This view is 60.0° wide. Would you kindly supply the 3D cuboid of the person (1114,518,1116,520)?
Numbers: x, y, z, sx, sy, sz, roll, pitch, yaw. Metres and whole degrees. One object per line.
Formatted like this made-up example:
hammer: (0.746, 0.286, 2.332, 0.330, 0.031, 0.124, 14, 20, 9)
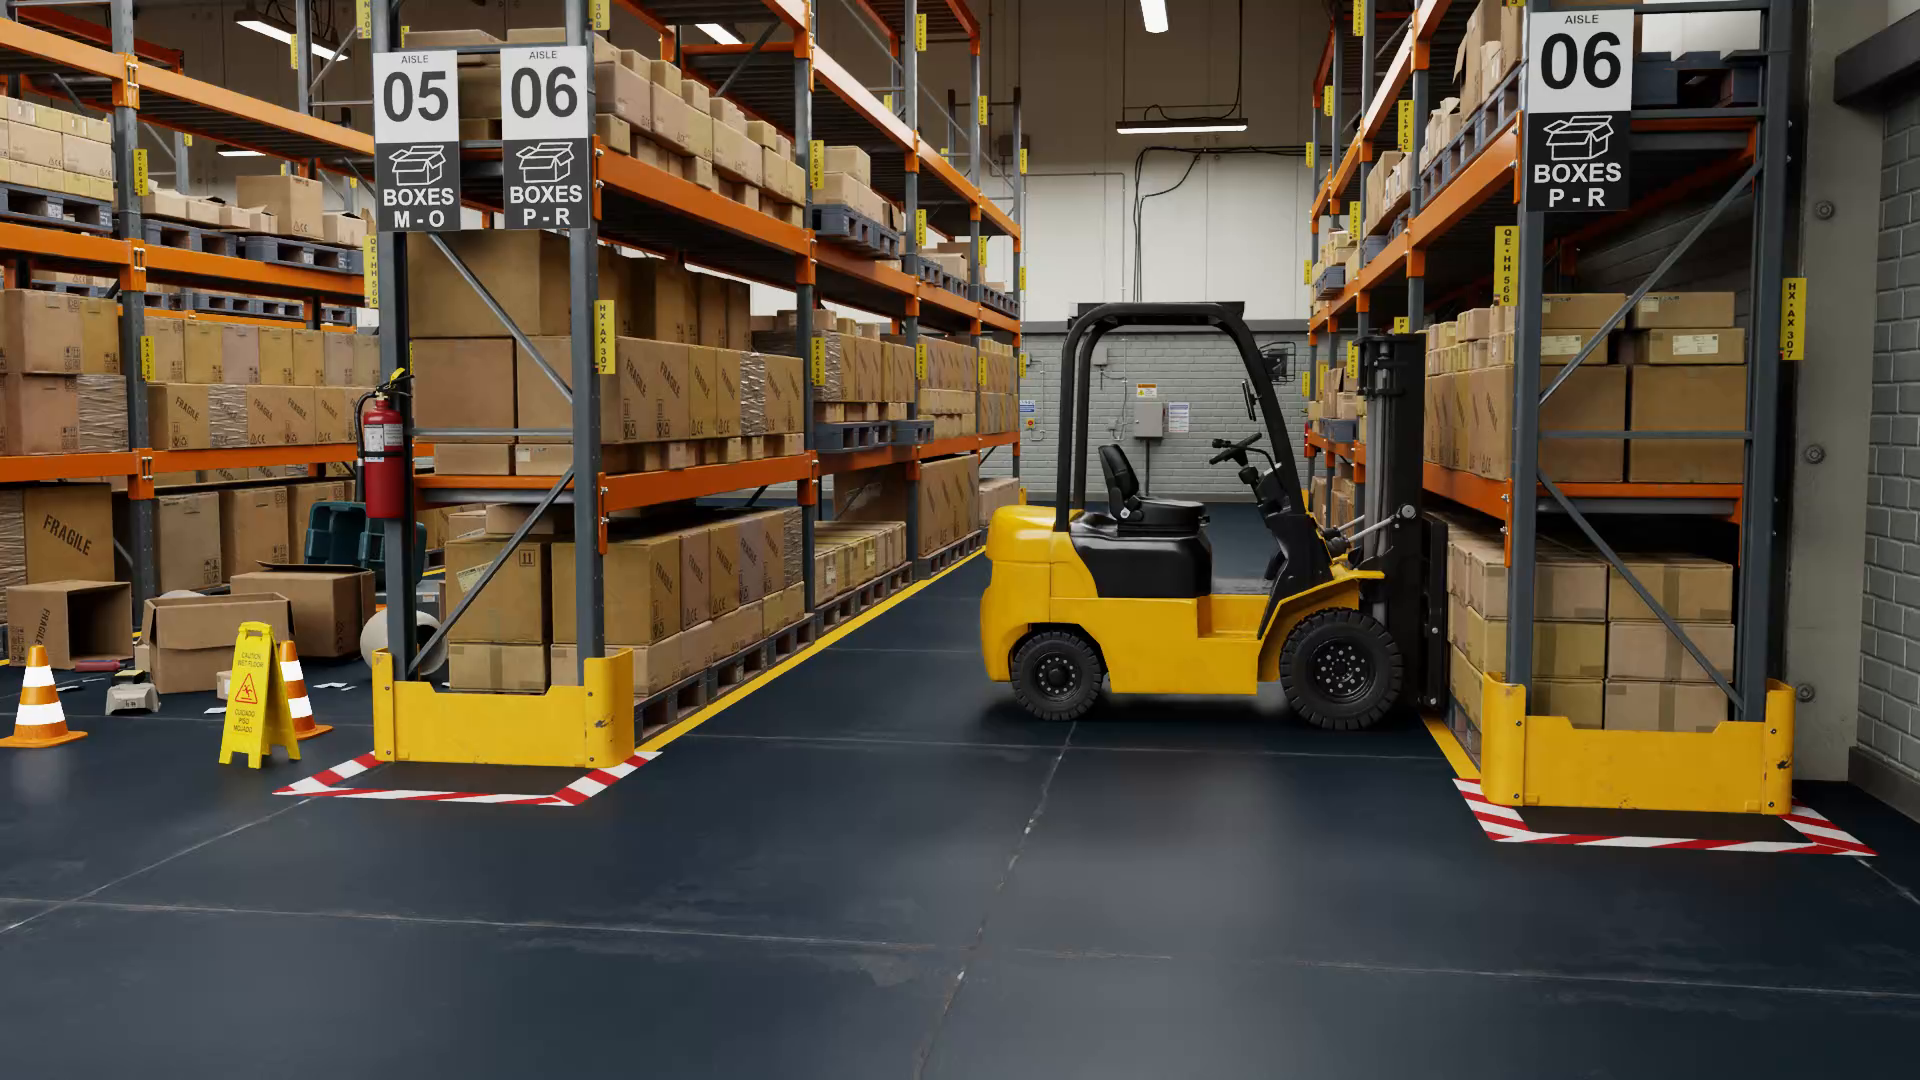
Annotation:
person: (1.212, 0.218, 11.839, 0.490, 0.932, 0.805, 1, 5, 9)
